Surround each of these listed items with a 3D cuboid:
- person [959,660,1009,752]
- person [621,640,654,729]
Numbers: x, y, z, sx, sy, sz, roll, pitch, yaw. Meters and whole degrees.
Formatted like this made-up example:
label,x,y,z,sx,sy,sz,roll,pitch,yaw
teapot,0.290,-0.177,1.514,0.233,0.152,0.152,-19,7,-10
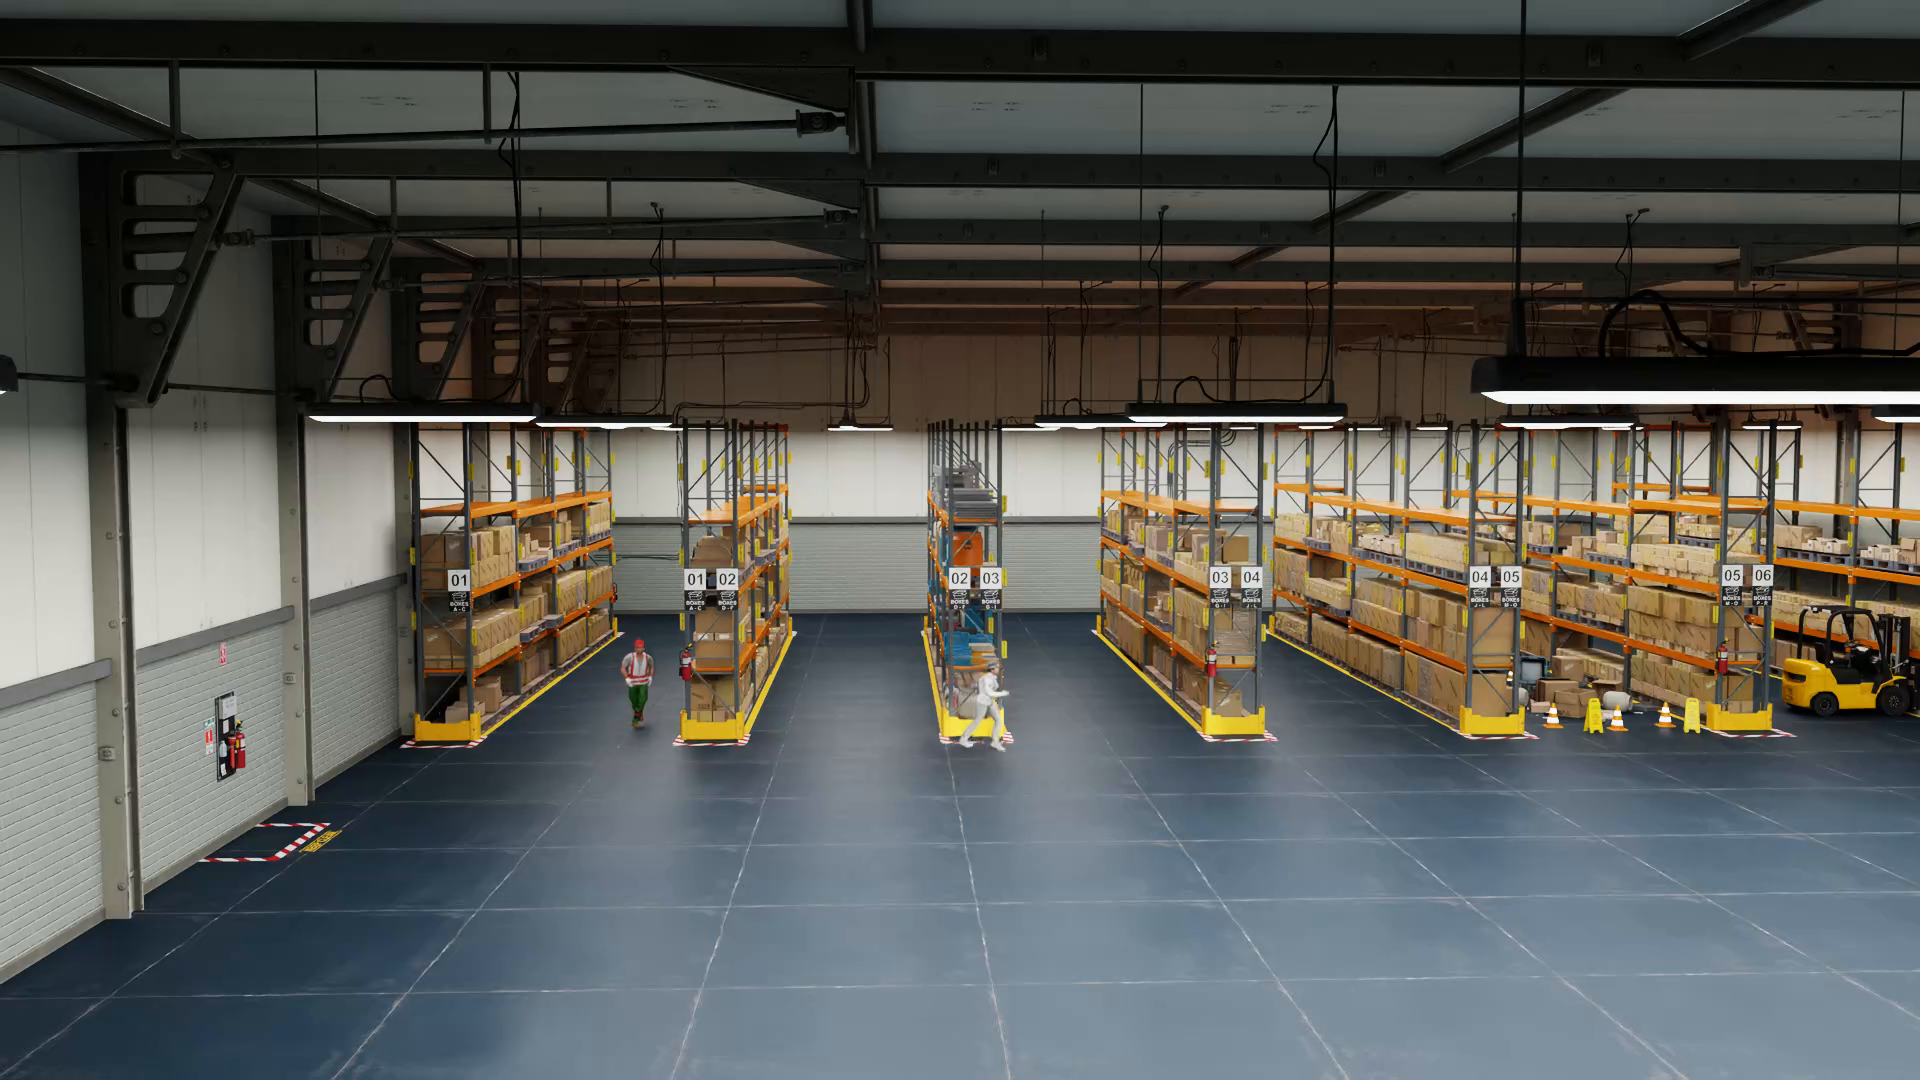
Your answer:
label,x,y,z,sx,sy,sz,roll,pitch,yaw
person,0.445,2.983,29.960,0.951,1.670,0.596,1,4,19
person,-6.283,2.788,32.428,0.651,1.734,0.627,-1,4,-16
